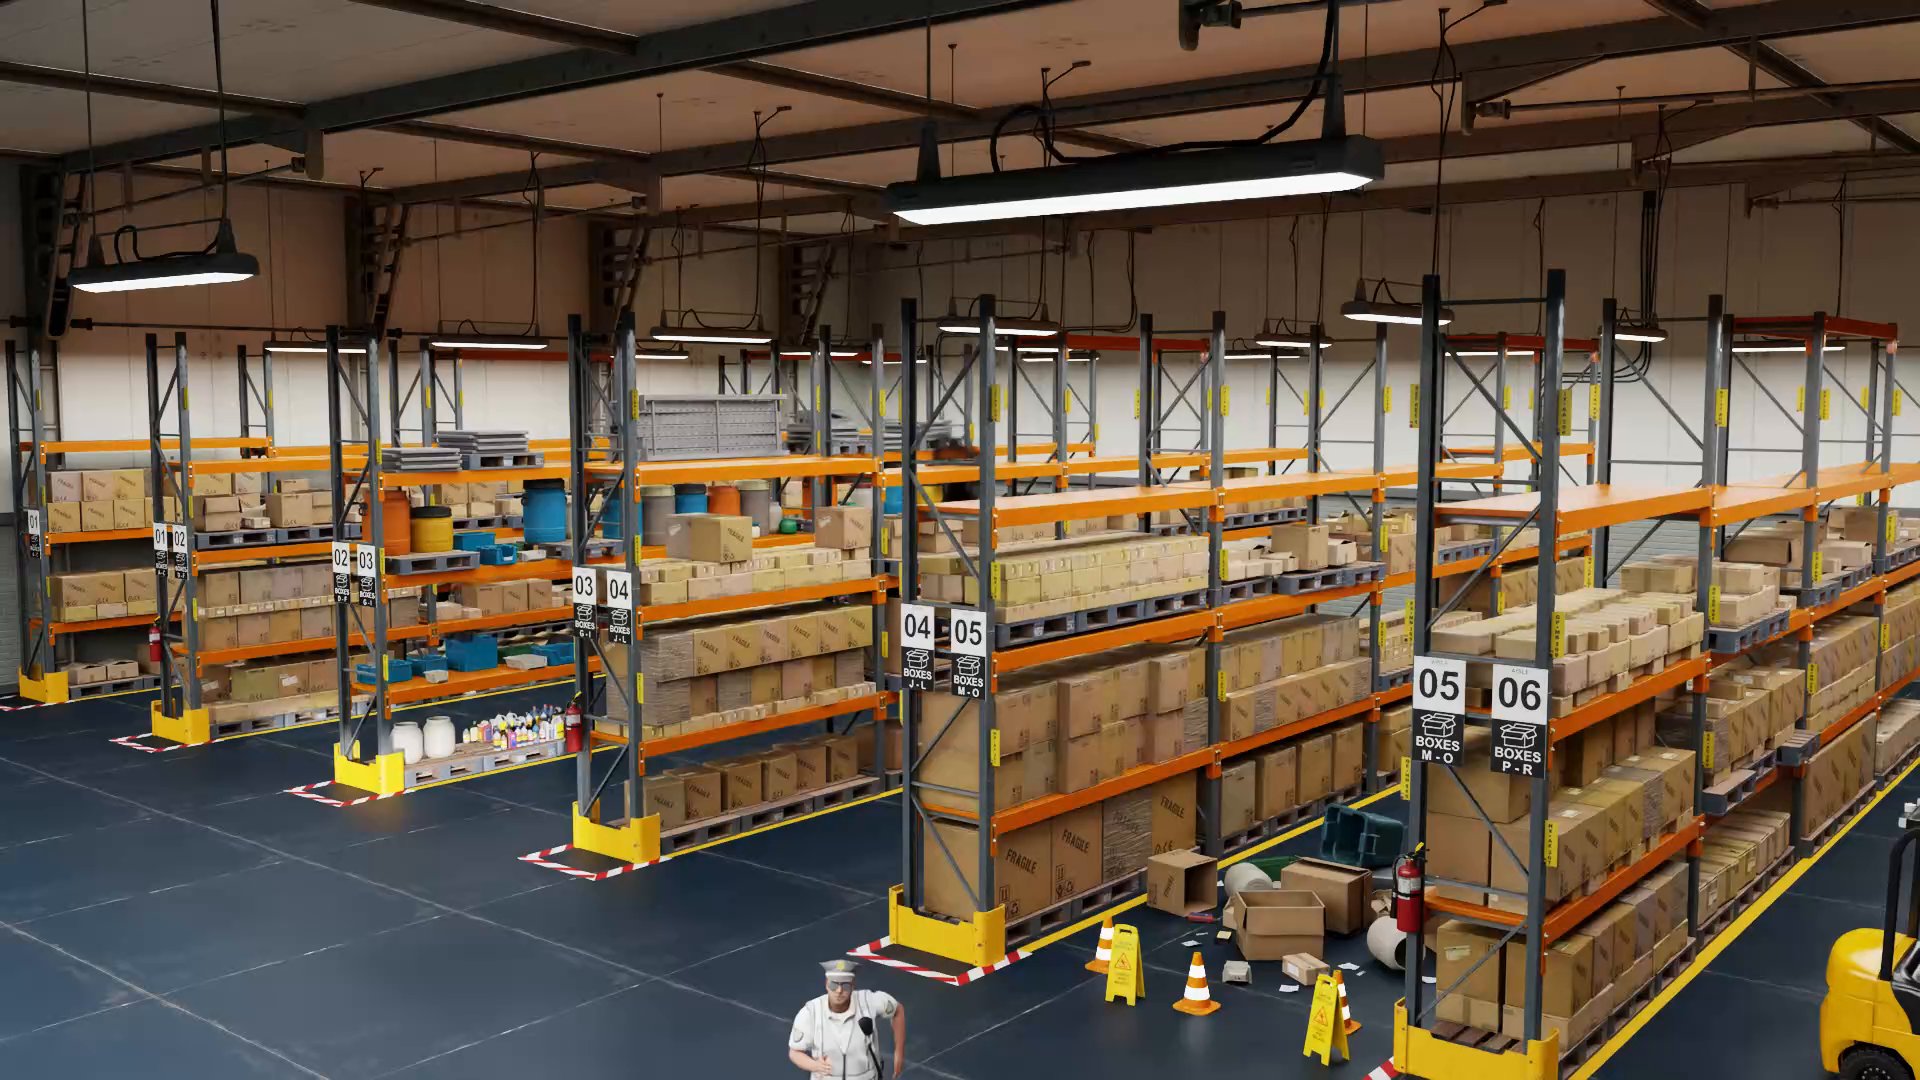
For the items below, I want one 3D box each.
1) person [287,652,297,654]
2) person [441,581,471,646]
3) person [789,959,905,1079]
[{"bbox_3d":[-11.361,1.786,28.283,0.554,1.722,0.664,2,6,22],"label":"person"},{"bbox_3d":[-9.224,1.536,30.506,0.645,1.734,0.904,4,7,40],"label":"person"},{"bbox_3d":[-0.688,3.380,10.149,0.691,1.788,0.840,0,5,1],"label":"person"}]
